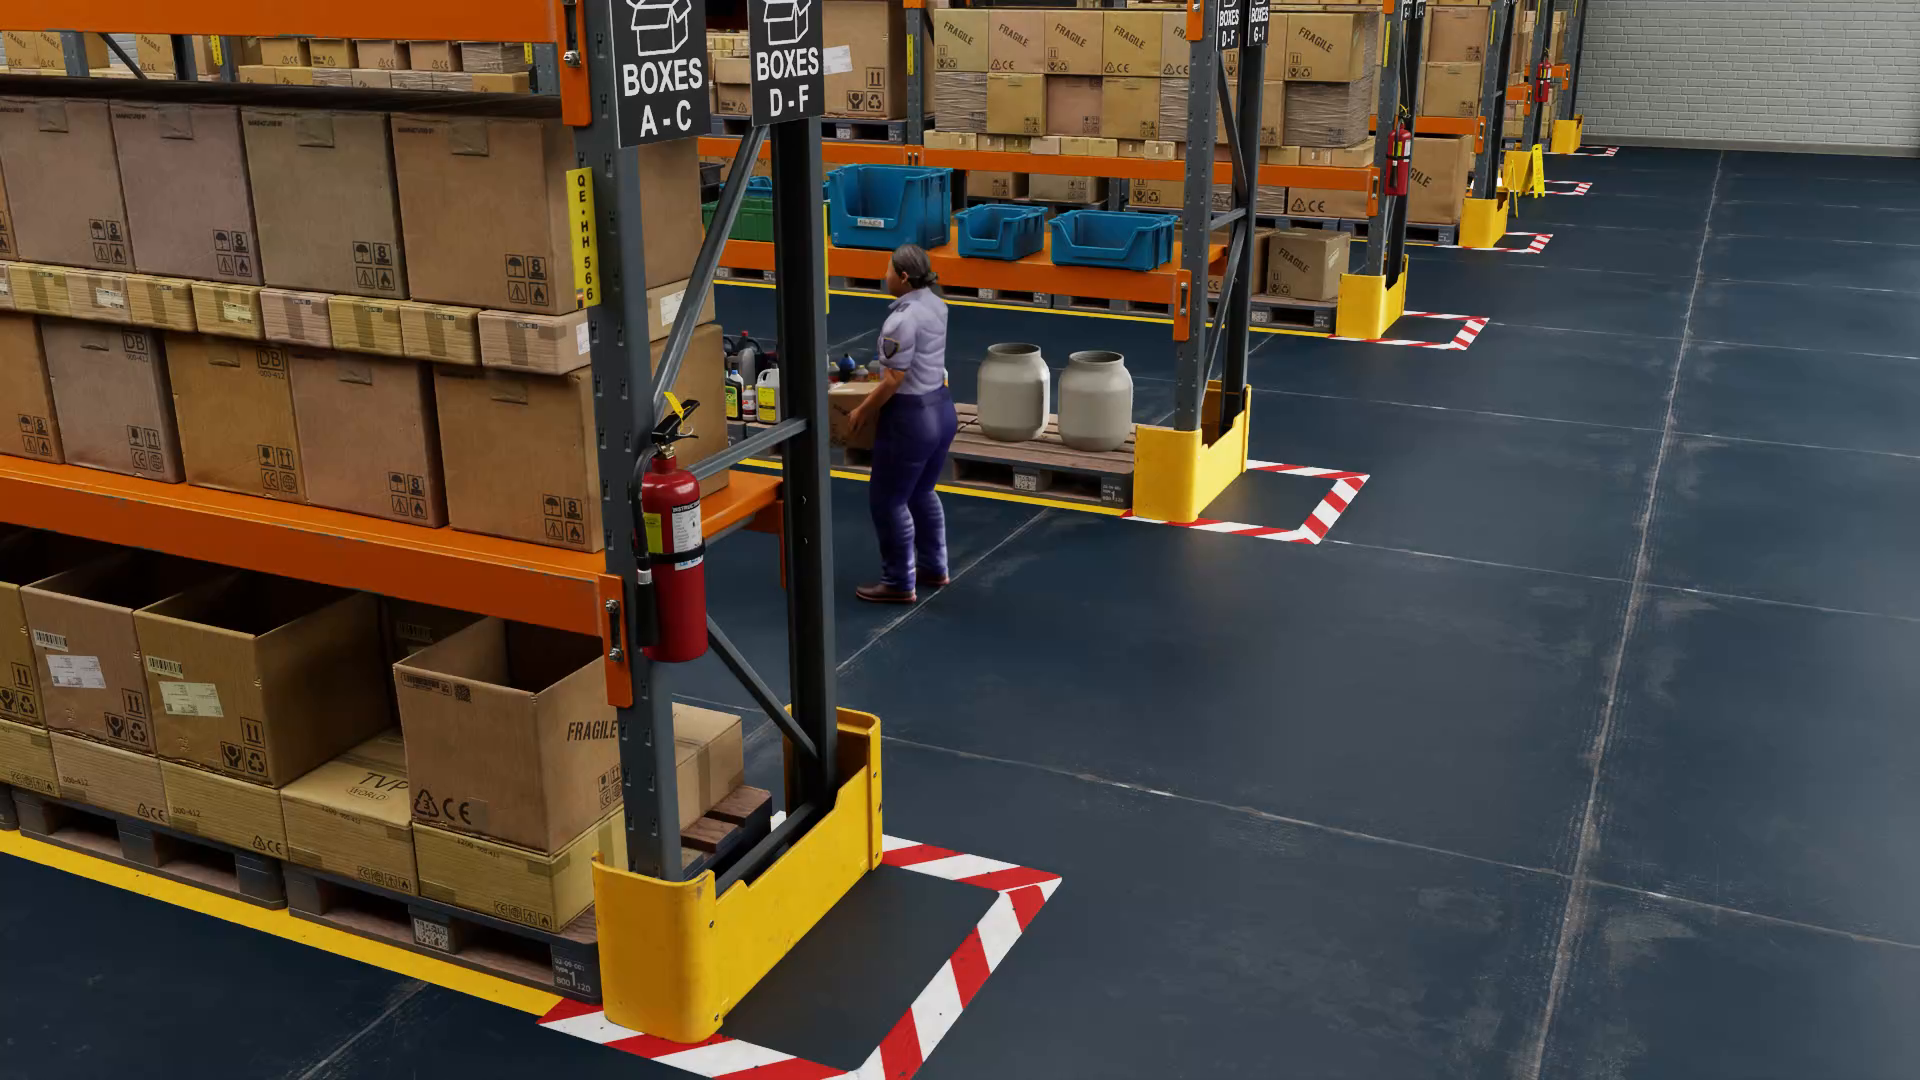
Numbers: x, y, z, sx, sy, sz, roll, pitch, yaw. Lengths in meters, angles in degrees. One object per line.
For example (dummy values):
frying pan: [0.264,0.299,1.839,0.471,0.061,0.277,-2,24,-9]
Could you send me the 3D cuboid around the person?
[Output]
person: [-0.262,-0.520,7.602,0.450,1.633,0.498,8,21,22]
